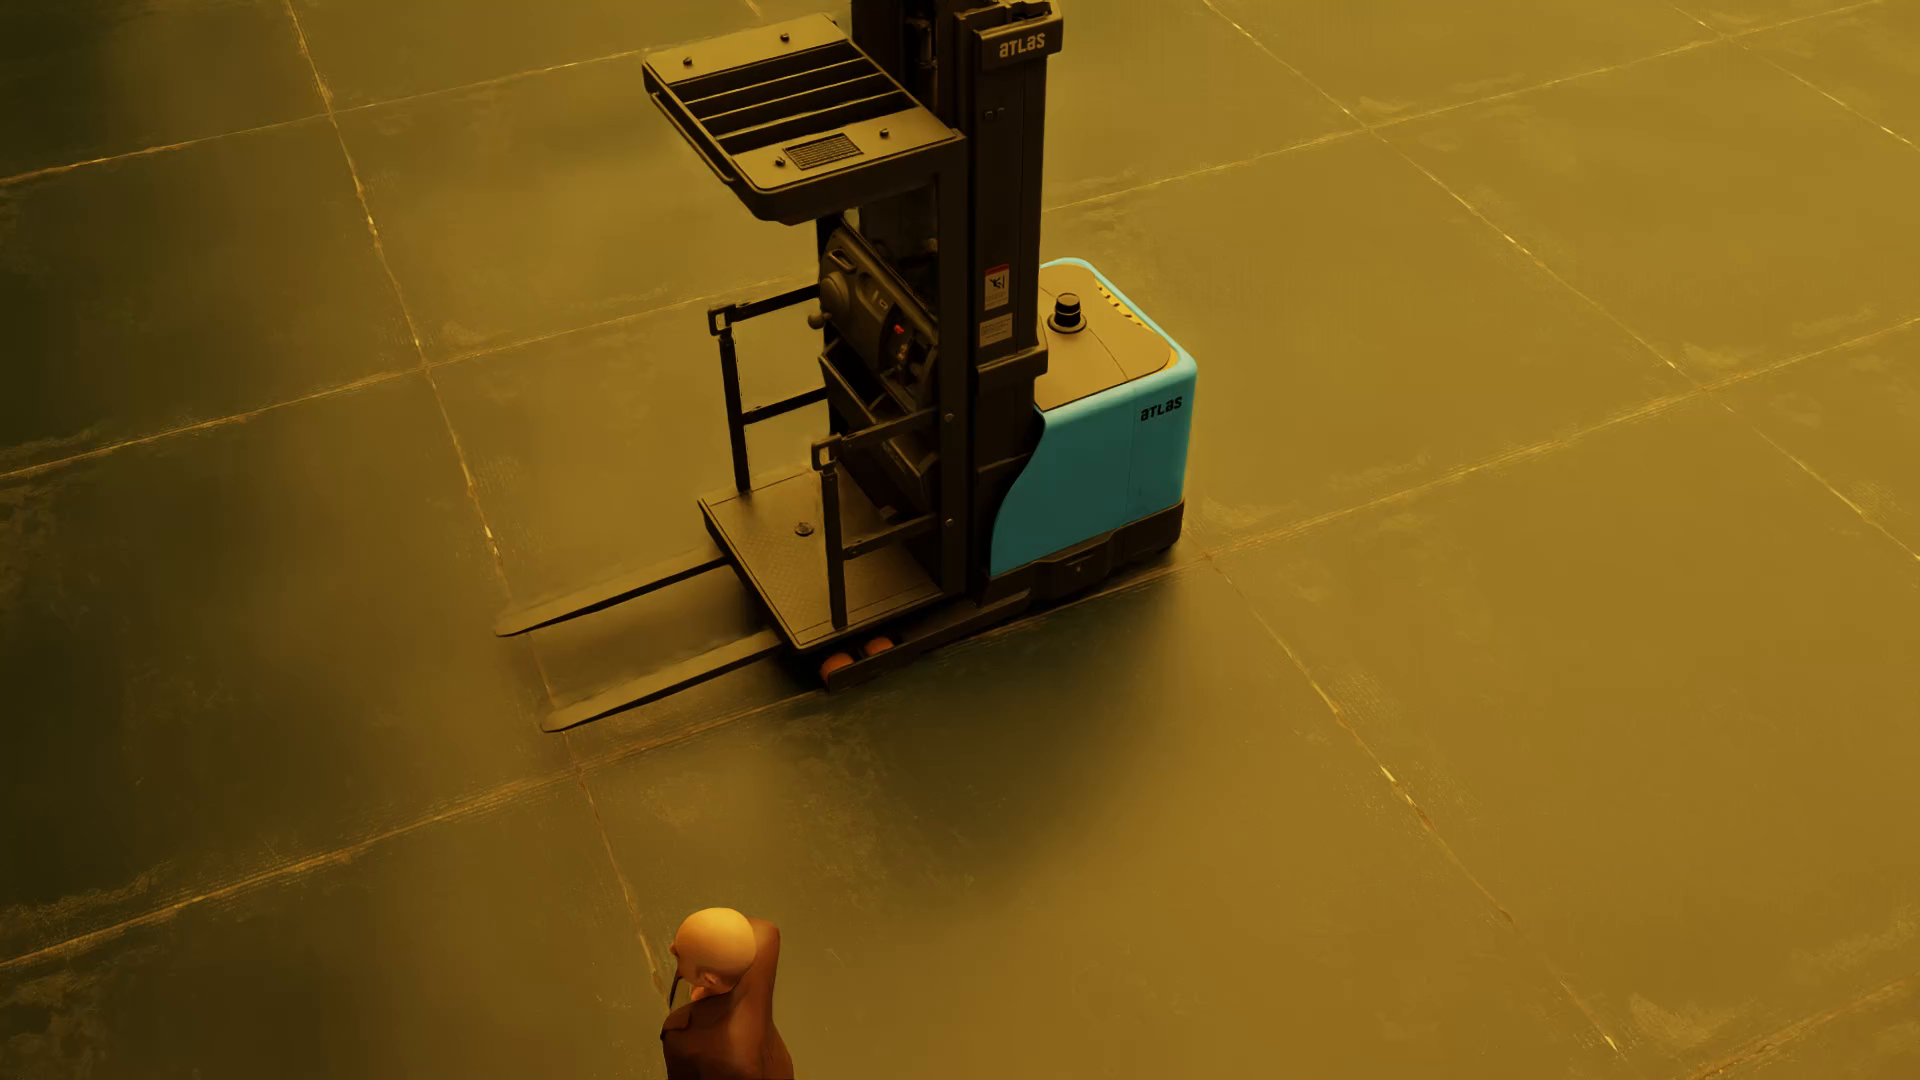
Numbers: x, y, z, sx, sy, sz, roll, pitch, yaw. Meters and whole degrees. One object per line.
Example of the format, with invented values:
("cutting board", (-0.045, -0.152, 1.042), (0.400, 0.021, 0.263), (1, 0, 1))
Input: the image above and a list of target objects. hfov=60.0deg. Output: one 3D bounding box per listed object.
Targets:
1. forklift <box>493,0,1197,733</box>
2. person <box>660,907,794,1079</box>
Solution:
("forklift", (-0.512, -0.837, 6.577), (3.031, 2.935, 1.130), (-21, 47, -21))
("person", (-0.687, 1.608, 4.800), (0.393, 1.782, 0.551), (1, 43, 1))
